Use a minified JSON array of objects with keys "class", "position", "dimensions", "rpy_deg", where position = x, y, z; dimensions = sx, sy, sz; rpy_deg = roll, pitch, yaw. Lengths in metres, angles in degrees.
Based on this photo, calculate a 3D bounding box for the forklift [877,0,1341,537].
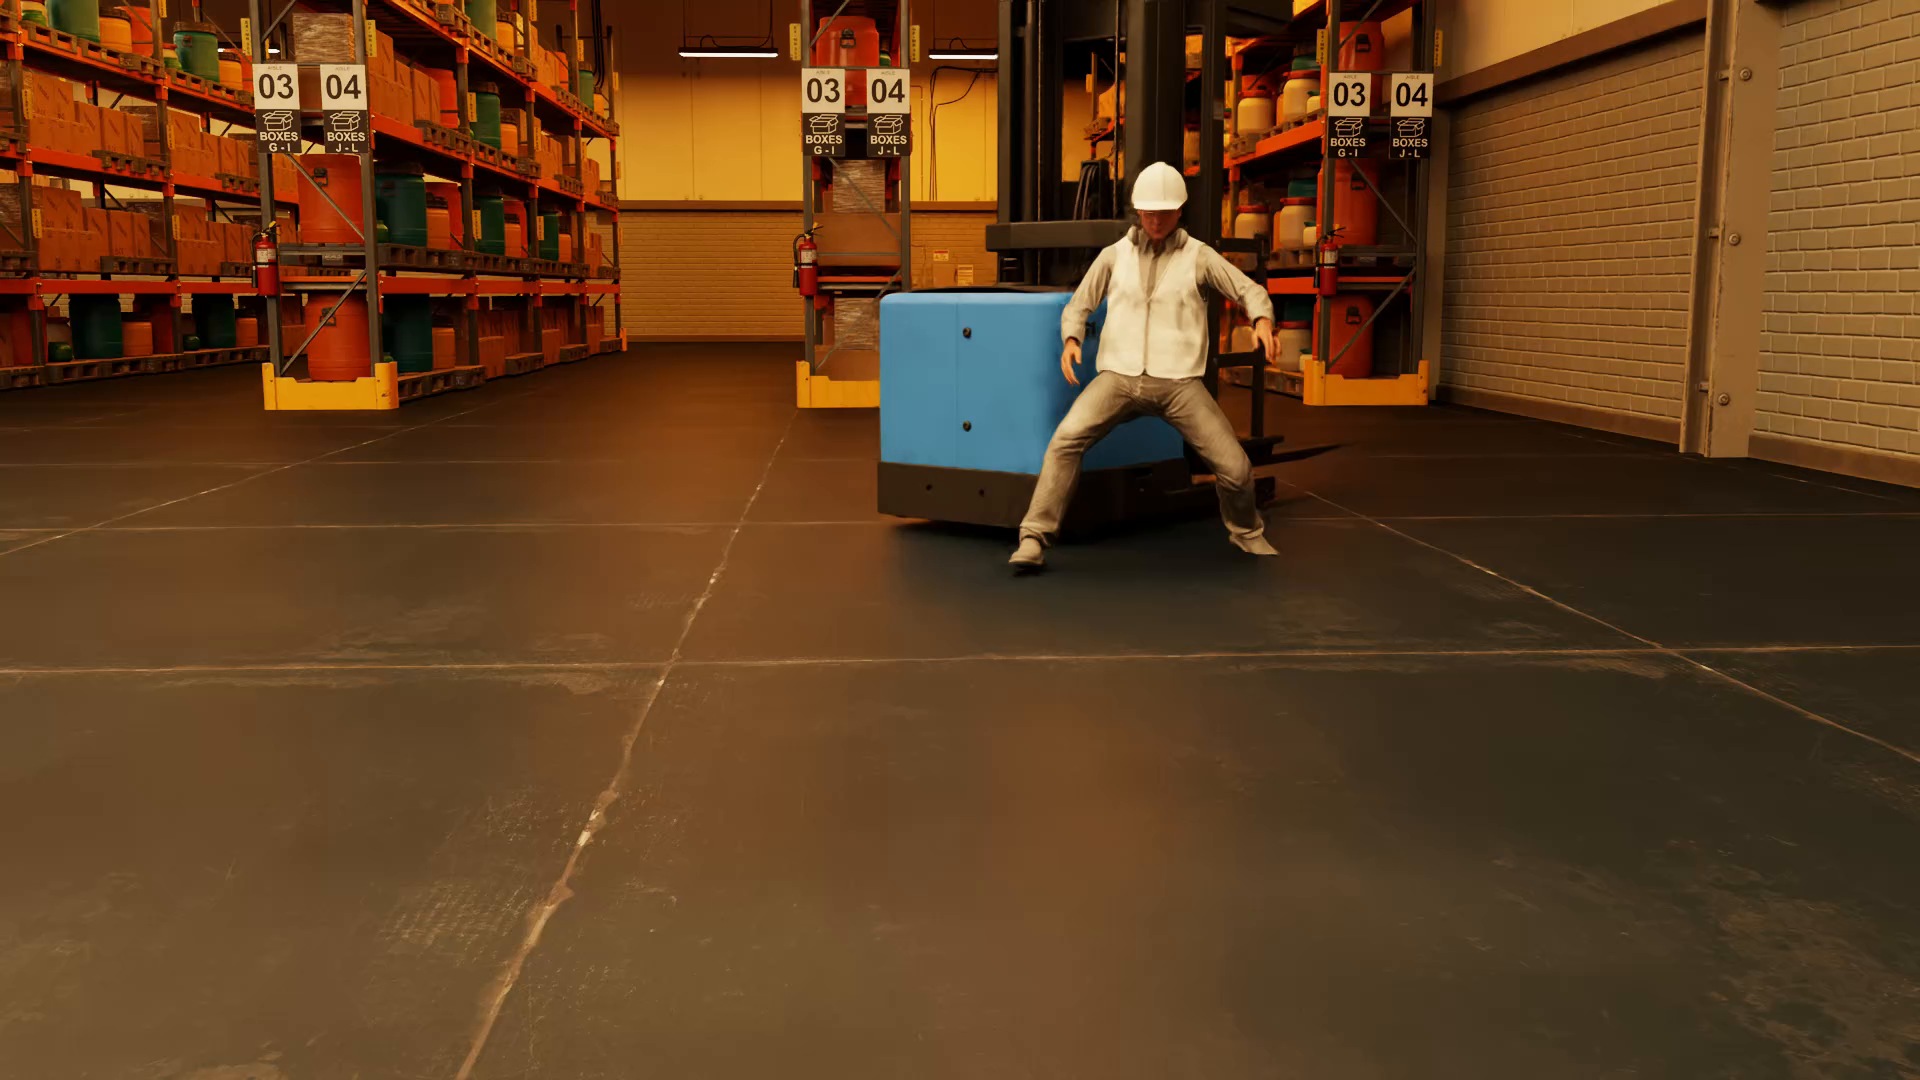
[{"class":"forklift","position":[0.943,-1.629,8.302],"dimensions":[1.130,2.935,3.031],"rpy_deg":[7,11,39]}]

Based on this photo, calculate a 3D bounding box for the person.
[{"class":"person","position":[0.775,-0.667,6.609],"dimensions":[1.018,1.640,0.970],"rpy_deg":[2,9,12]}]
